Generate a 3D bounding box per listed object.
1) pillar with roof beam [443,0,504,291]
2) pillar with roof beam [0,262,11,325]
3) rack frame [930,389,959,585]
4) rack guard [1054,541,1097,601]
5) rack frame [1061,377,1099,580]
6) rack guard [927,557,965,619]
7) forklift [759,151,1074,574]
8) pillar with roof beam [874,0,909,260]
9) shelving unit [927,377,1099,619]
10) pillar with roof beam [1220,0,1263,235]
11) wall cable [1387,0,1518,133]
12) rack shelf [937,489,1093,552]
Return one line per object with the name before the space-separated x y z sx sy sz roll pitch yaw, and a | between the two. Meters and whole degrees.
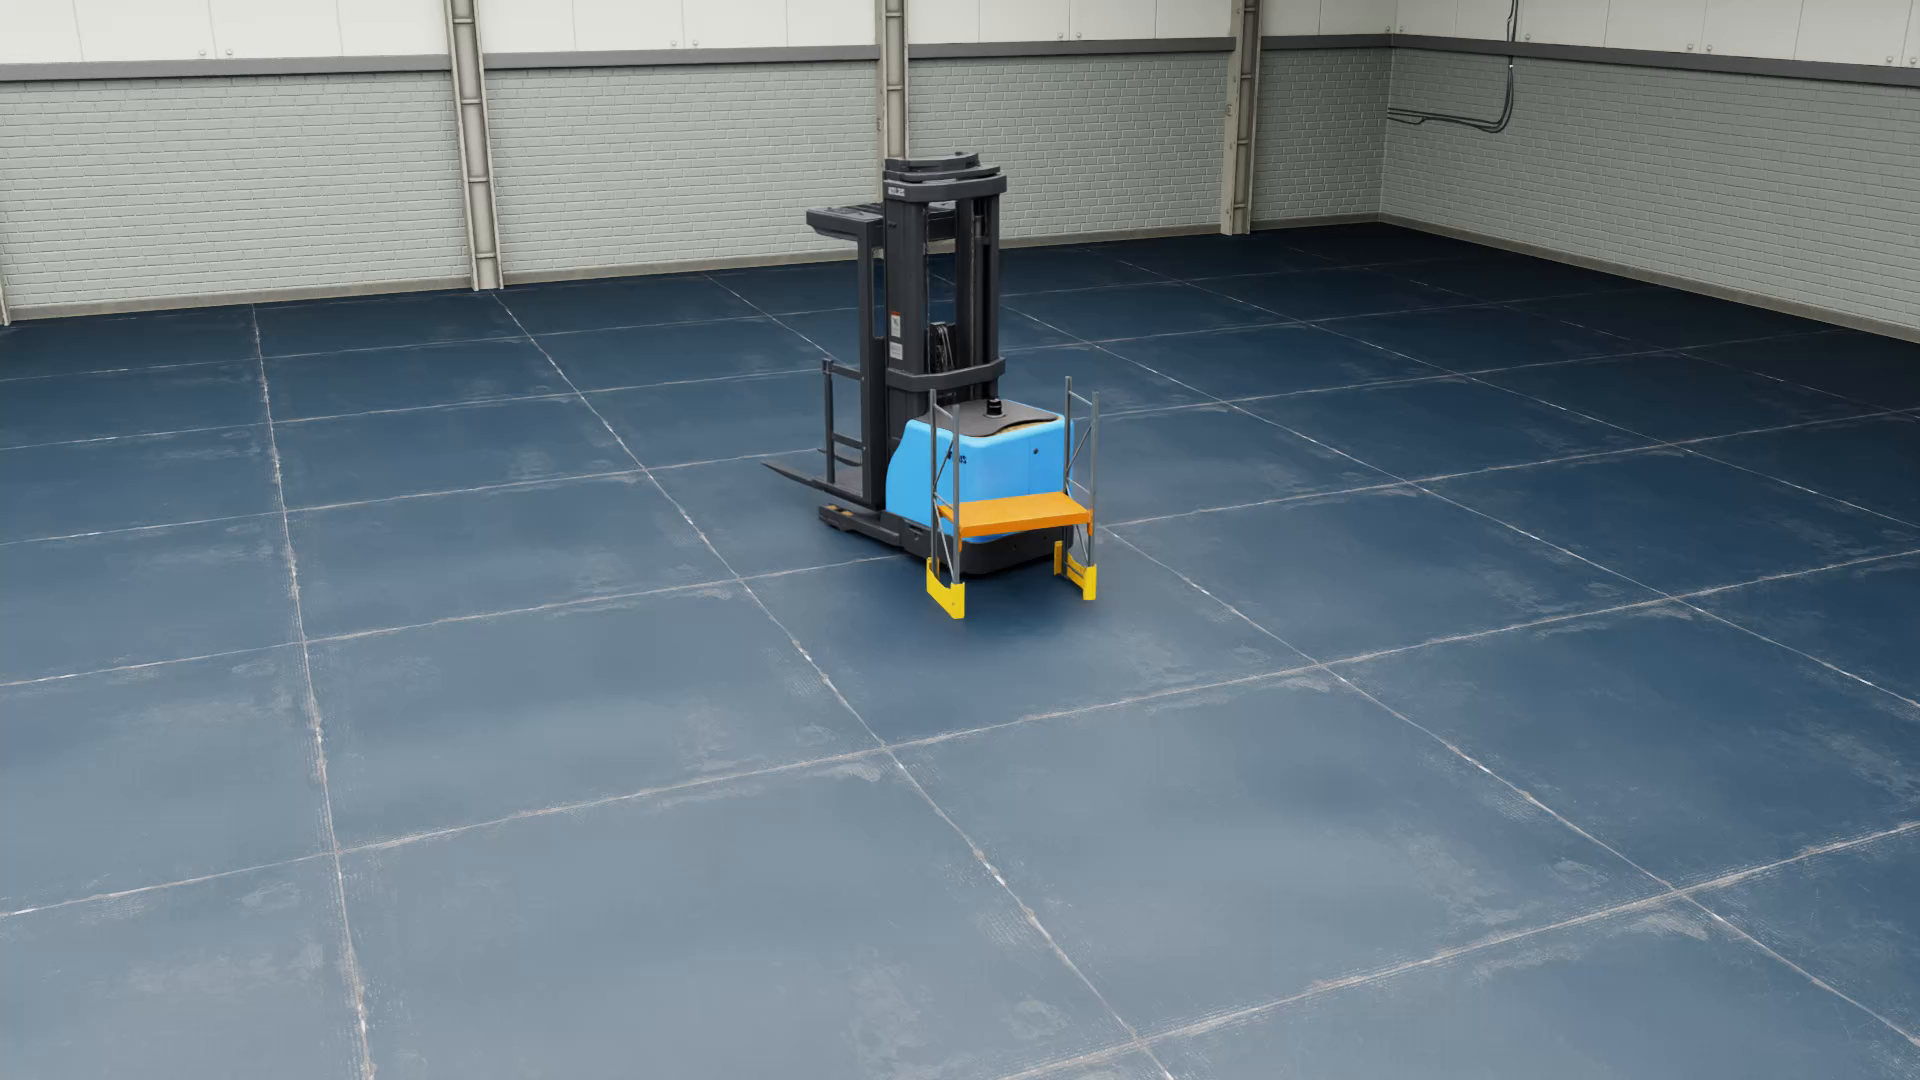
pillar with roof beam | -4.794 -6.402 17.655 0.400 9.000 9.100 -8 21 -22
pillar with roof beam | -10.303 -5.613 15.413 0.400 9.000 9.100 -8 21 -22
rack frame | -0.104 -0.256 11.490 0.032 1.500 0.500 -7 21 -19
rack guard | 0.831 0.218 12.026 0.087 0.250 0.587 -7 21 -19
rack frame | 0.849 -0.374 11.825 0.032 1.500 0.500 -7 21 -19
rack guard | -0.103 0.334 11.698 0.087 0.250 0.587 -7 21 -19
forklift | -0.479 -1.543 12.992 1.130 2.935 3.031 -16 25 -38
pillar with roof beam | 0.715 -7.191 19.897 0.400 9.000 9.100 -8 21 -22
shelving unit | 0.364 -0.314 11.655 1.083 1.500 0.587 -7 21 -19
pillar with roof beam | 6.224 -7.981 22.138 0.400 9.000 9.100 -8 21 -22
wall cable | 7.748 -7.813 26.338 0.112 2.526 3.097 -8 21 -22
rack shelf | 0.372 -0.145 11.717 1.000 0.185 0.538 -7 21 -19
